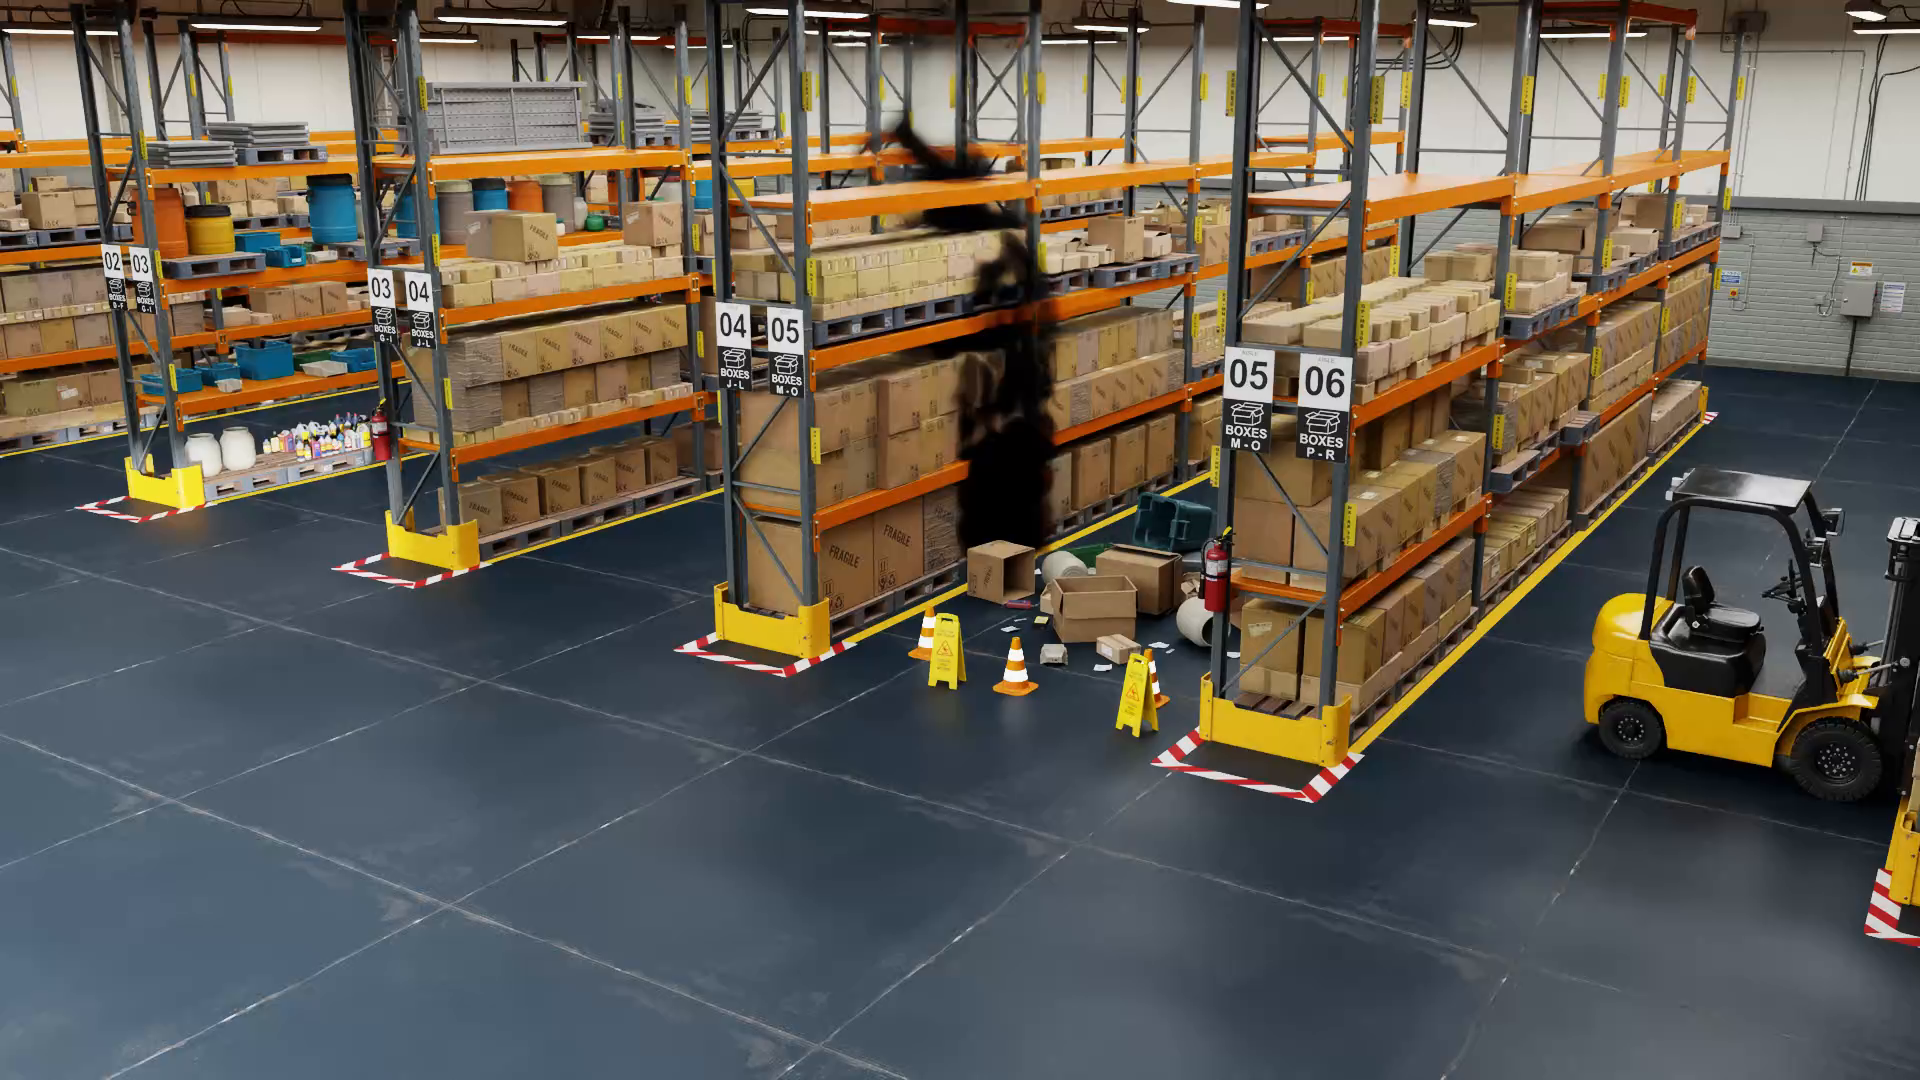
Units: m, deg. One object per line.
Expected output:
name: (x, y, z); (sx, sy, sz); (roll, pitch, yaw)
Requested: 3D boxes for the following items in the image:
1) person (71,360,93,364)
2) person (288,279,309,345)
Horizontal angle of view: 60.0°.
person: (-13.974, -2.921, 26.451); (0.675, 1.741, 0.971); (10, 18, 31)
person: (-12.102, -4.011, 30.402); (0.638, 1.839, 0.767); (7, 17, 24)
